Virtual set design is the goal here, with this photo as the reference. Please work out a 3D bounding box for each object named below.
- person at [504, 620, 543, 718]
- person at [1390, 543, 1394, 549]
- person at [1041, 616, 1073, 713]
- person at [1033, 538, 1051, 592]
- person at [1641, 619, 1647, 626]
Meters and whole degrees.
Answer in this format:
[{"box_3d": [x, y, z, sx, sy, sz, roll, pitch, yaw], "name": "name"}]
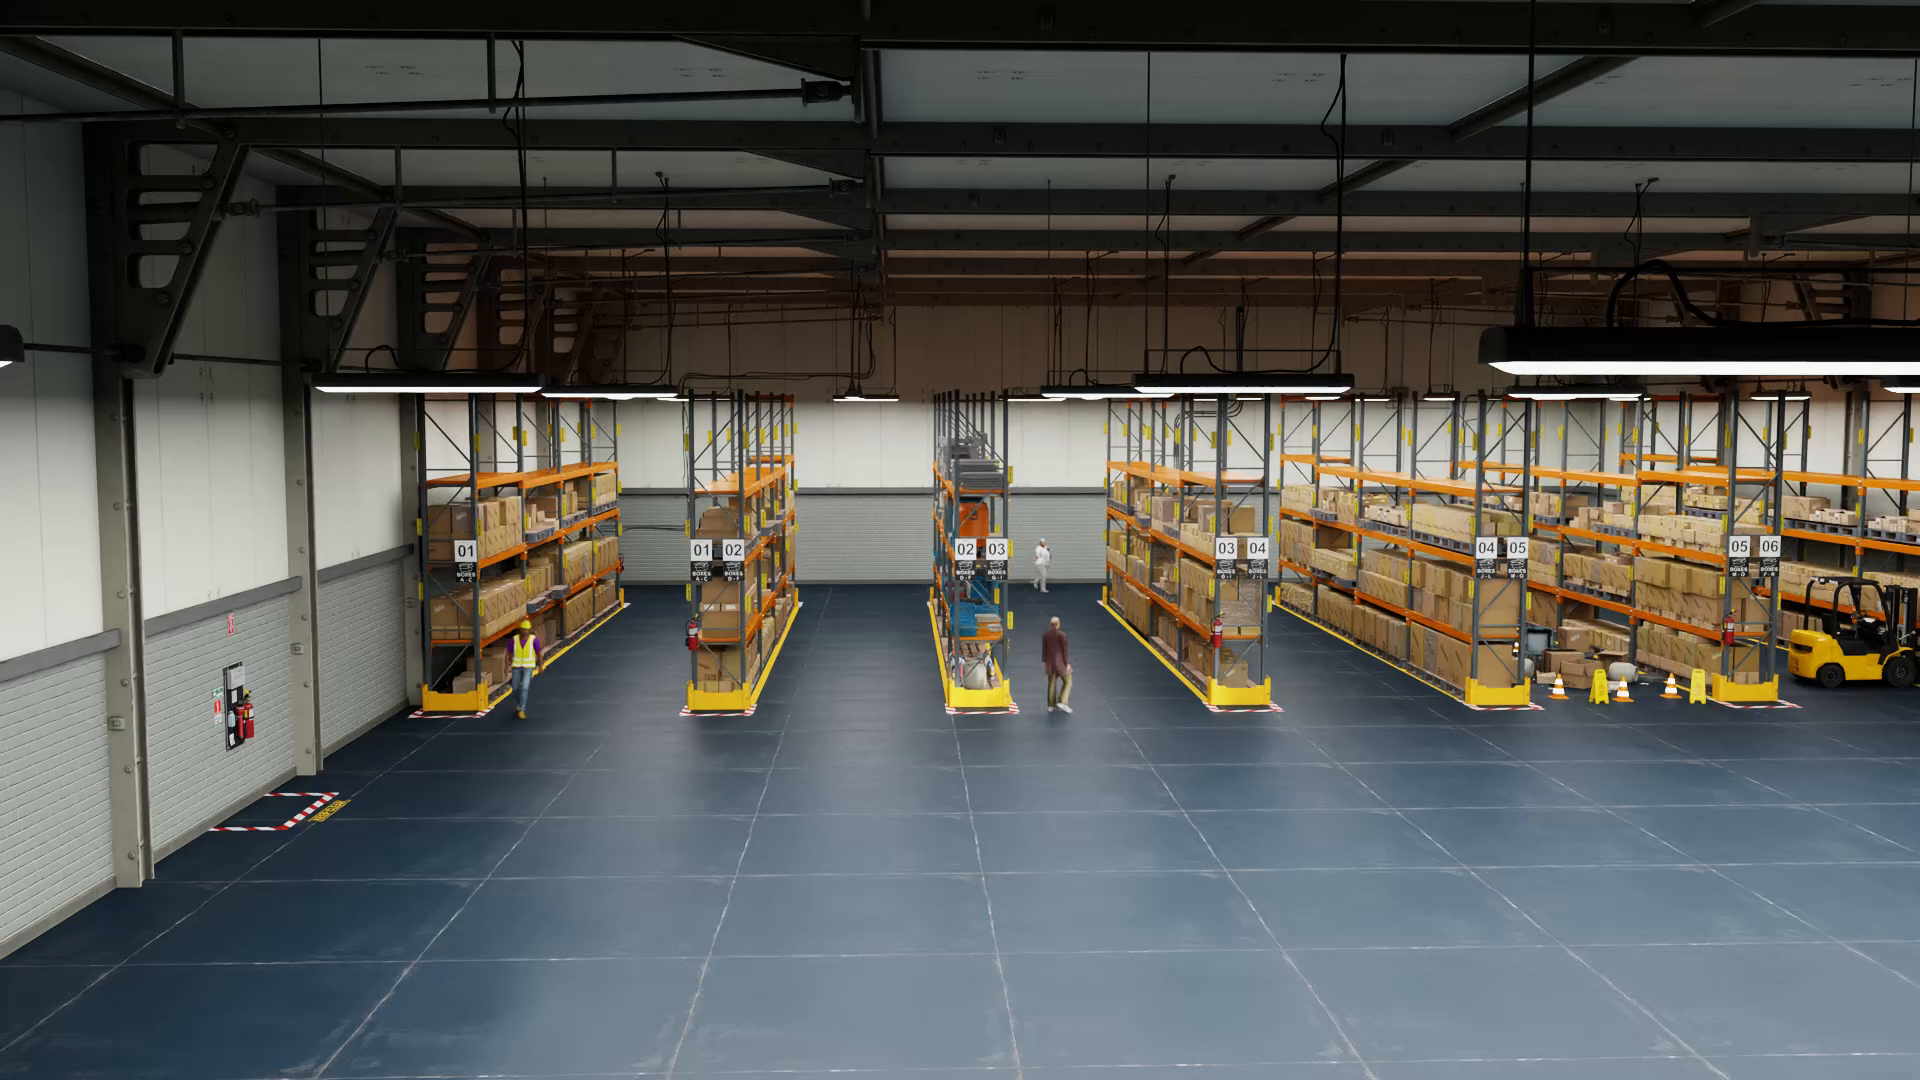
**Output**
[{"box_3d": [-8.055, 2.368, 30.691, 0.665, 1.765, 0.762, -1, 5, -8], "name": "person"}, {"box_3d": [12.520, 0.927, 47.903, 0.993, 1.718, 0.518, 2, 5, 21], "name": "person"}, {"box_3d": [1.814, 2.323, 31.059, 0.691, 1.811, 0.471, 4, 6, 39], "name": "person"}, {"box_3d": [2.466, 0.755, 50.666, 0.677, 1.641, 0.492, 3, 6, 36], "name": "person"}, {"box_3d": [16.525, 1.671, 39.802, 0.537, 1.631, 0.522, 0, 5, -4], "name": "person"}]
